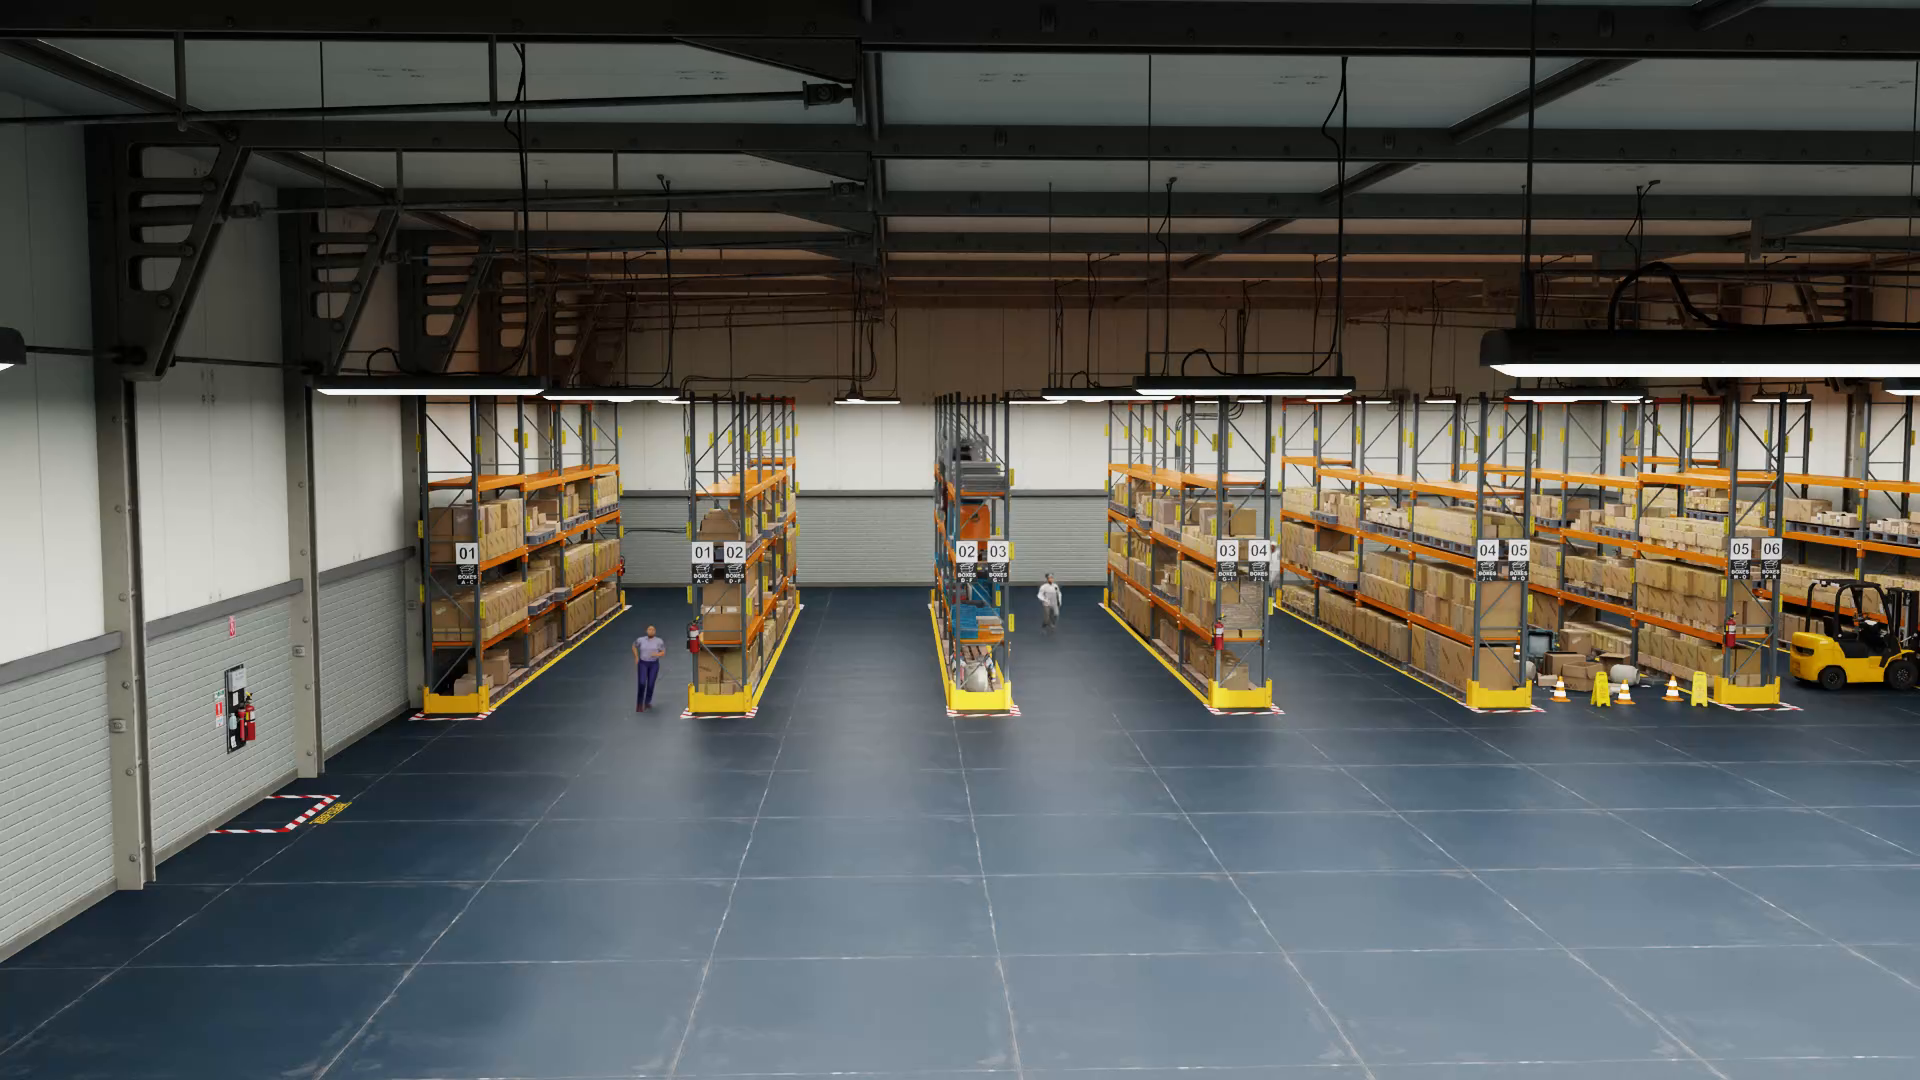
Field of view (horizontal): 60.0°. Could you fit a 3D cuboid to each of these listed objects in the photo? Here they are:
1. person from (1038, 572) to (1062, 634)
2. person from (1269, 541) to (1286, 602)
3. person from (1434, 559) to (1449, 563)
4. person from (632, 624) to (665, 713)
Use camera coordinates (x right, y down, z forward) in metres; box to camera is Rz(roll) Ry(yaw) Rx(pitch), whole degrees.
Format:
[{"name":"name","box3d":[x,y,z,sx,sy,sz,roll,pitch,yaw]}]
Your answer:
[{"name":"person","box3d":[2.235,1.576,40.896,0.625,1.571,0.818,-1,5,-11]},{"name":"person","box3d":[9.251,0.926,48.988,0.816,1.807,0.696,-3,6,-37]},{"name":"person","box3d":[14.357,0.949,49.217,0.734,1.745,0.534,-1,5,-10]},{"name":"person","box3d":[-5.867,2.429,31.381,0.596,1.670,0.660,-1,5,-15]}]
